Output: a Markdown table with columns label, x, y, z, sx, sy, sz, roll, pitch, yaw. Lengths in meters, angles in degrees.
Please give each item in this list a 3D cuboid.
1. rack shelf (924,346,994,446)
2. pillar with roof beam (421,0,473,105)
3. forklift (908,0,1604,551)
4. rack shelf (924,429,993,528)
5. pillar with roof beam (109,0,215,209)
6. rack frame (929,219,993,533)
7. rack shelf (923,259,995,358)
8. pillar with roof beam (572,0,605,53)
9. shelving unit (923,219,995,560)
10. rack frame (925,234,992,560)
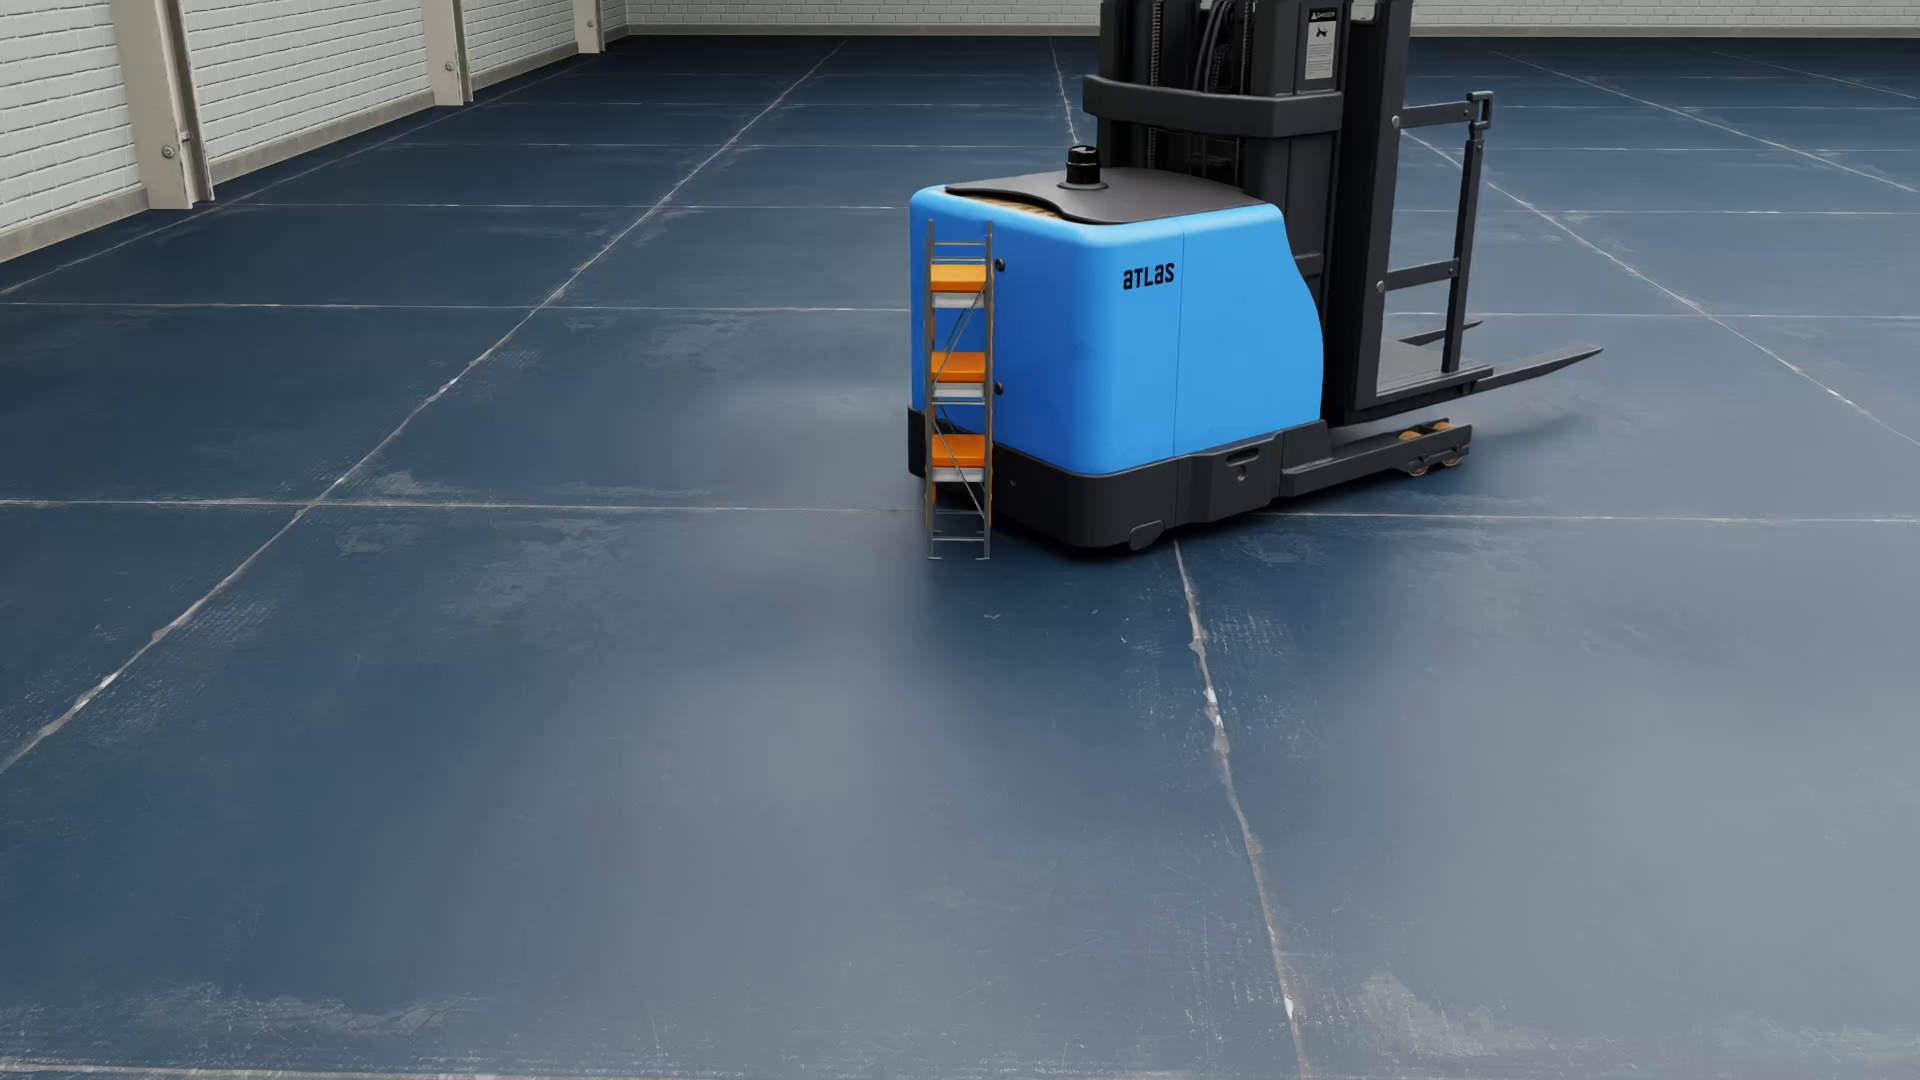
| label | x | y | z | sx | sy | sz | roll | pitch | yaw |
| --- | --- | --- | --- | --- | --- | --- | --- | --- | --- |
| rack shelf | -0.002 | -0.460 | 5.293 | 0.215 | 0.259 | 0.240 | 1 | 21 | 2 |
| pillar with roof beam | -0.924 | -8.649 | 15.381 | 9.100 | 9.000 | 0.400 | 1 | 21 | 2 |
| forklift | 1.299 | -1.738 | 5.955 | 3.031 | 2.935 | 1.130 | -15 | 26 | -34 |
| rack shelf | -0.002 | -0.201 | 5.393 | 0.215 | 0.259 | 0.240 | 1 | 21 | 2 |
| pillar with roof beam | -1.107 | -6.480 | 9.790 | 9.100 | 9.000 | 0.400 | 1 | 21 | 2 |
| rack frame | 0.002 | -0.514 | 5.403 | 0.200 | 1.050 | 0.008 | 1 | 21 | 2 |
| rack shelf | -0.002 | -0.725 | 5.190 | 0.215 | 0.259 | 0.240 | 1 | 21 | 2 |
| pillar with roof beam | -0.742 | -10.819 | 20.972 | 9.100 | 9.000 | 0.400 | 1 | 21 | 2 |
| shelving unit | -0.002 | -0.470 | 5.289 | 0.215 | 1.050 | 0.252 | 1 | 21 | 2 |
| rack frame | -0.005 | -0.426 | 5.175 | 0.200 | 1.050 | 0.008 | 1 | 21 | 2 |
